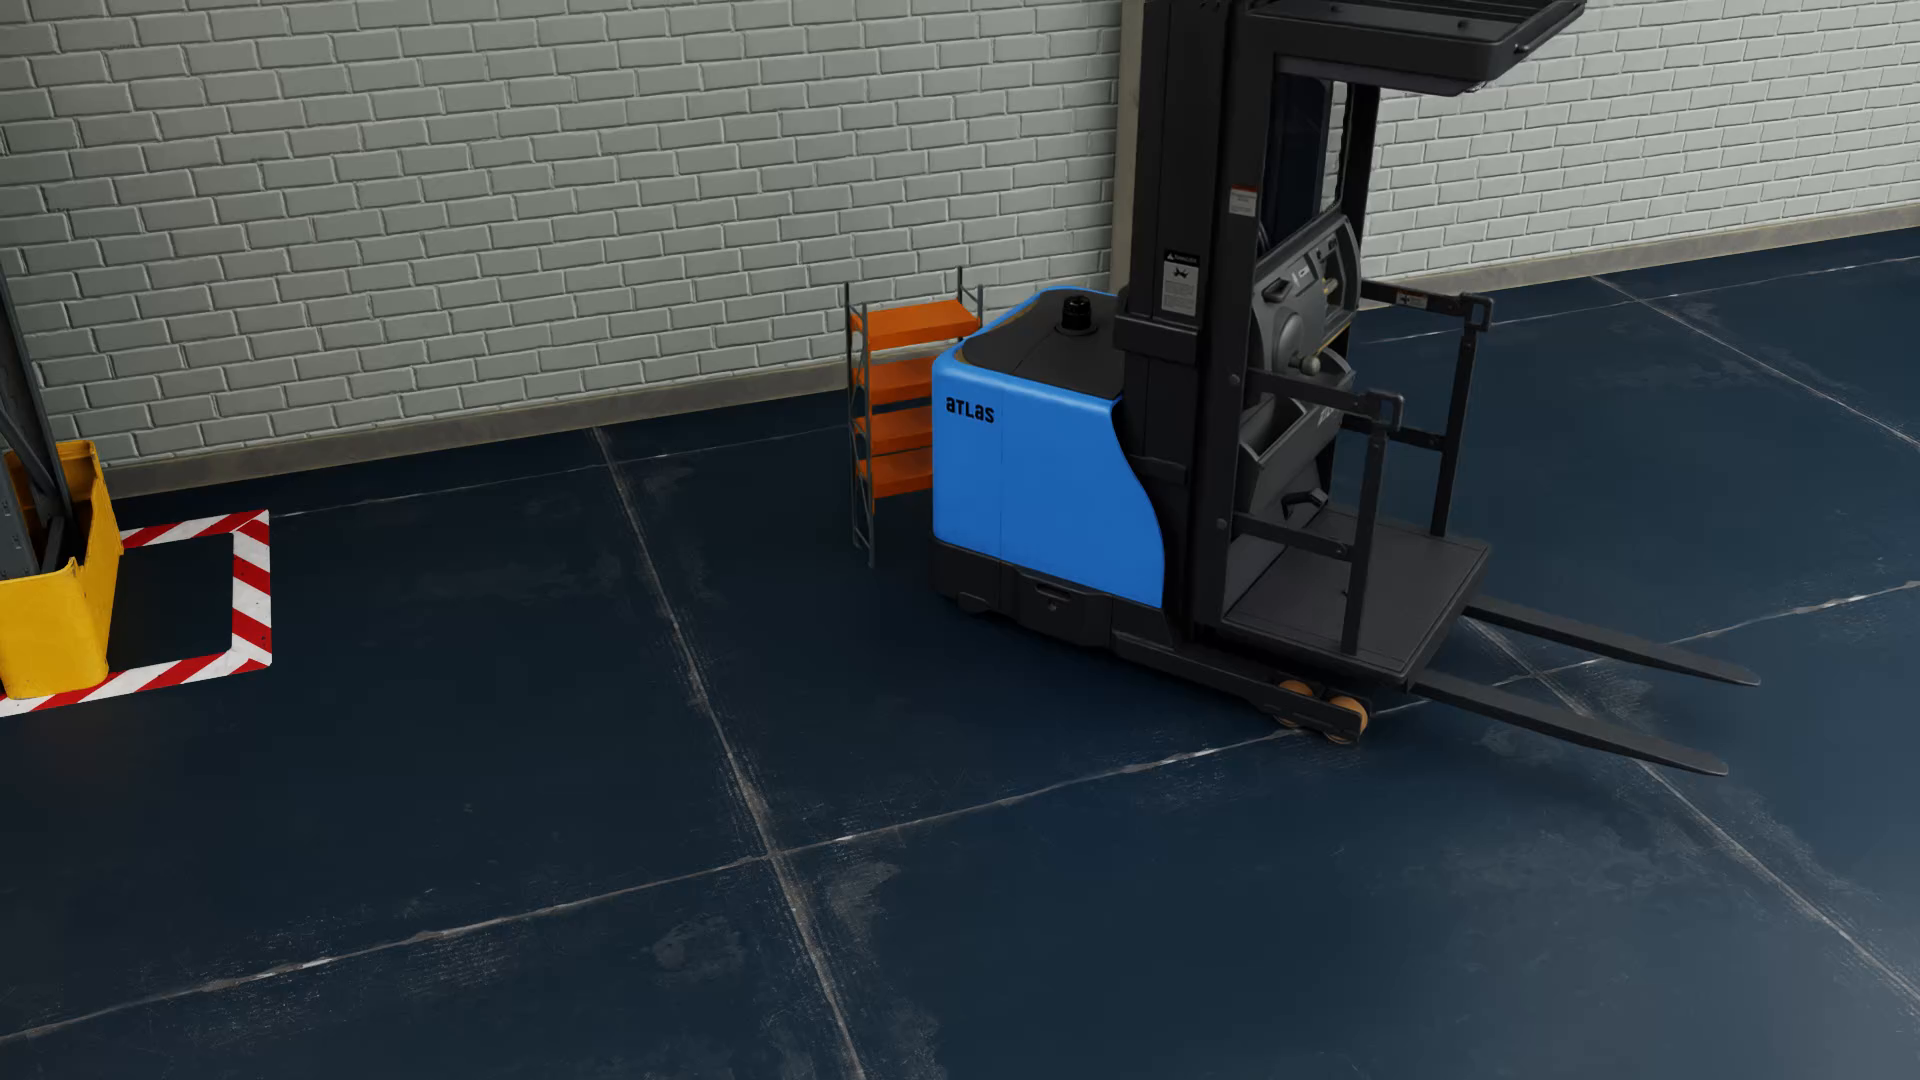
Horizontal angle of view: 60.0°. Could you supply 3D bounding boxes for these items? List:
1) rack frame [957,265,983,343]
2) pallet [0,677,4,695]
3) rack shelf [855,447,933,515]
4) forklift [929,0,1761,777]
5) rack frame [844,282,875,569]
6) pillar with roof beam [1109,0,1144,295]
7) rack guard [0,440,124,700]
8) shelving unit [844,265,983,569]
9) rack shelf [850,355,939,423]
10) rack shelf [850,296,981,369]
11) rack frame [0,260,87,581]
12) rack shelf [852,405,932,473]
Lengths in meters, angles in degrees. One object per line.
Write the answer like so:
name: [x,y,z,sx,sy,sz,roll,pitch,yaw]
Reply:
rack frame: [0.040,-0.544,6.993,0.015,1.200,0.240,-11,32,-19]
pallet: [-4.320,0.370,6.387,1.213,0.211,1.003,-10,31,-18]
rack shelf: [-0.186,-0.268,7.045,0.480,0.148,0.258,-11,32,-19]
forklift: [1.399,-0.843,5.769,3.031,2.935,1.130,17,34,27]
rack frame: [-0.412,-0.454,6.834,0.015,1.200,0.240,-11,32,-19]
pillar with roof beam: [2.540,-2.936,3.312,0.400,9.000,9.100,-10,31,-18]
rack guard: [-3.595,0.089,6.588,0.348,0.500,1.175,-10,31,-18]
shelving unit: [-0.186,-0.499,6.914,0.503,1.200,0.258,-11,32,-19]
rack shelf: [-0.186,-0.635,6.836,0.480,0.148,0.258,-11,32,-19]
rack shelf: [-0.186,-0.840,6.719,0.480,0.148,0.258,-11,32,-19]
rack frame: [-3.617,-0.993,5.962,0.127,3.000,1.000,-10,31,-18]
rack shelf: [-0.186,-0.440,6.947,0.480,0.148,0.258,-11,32,-19]
